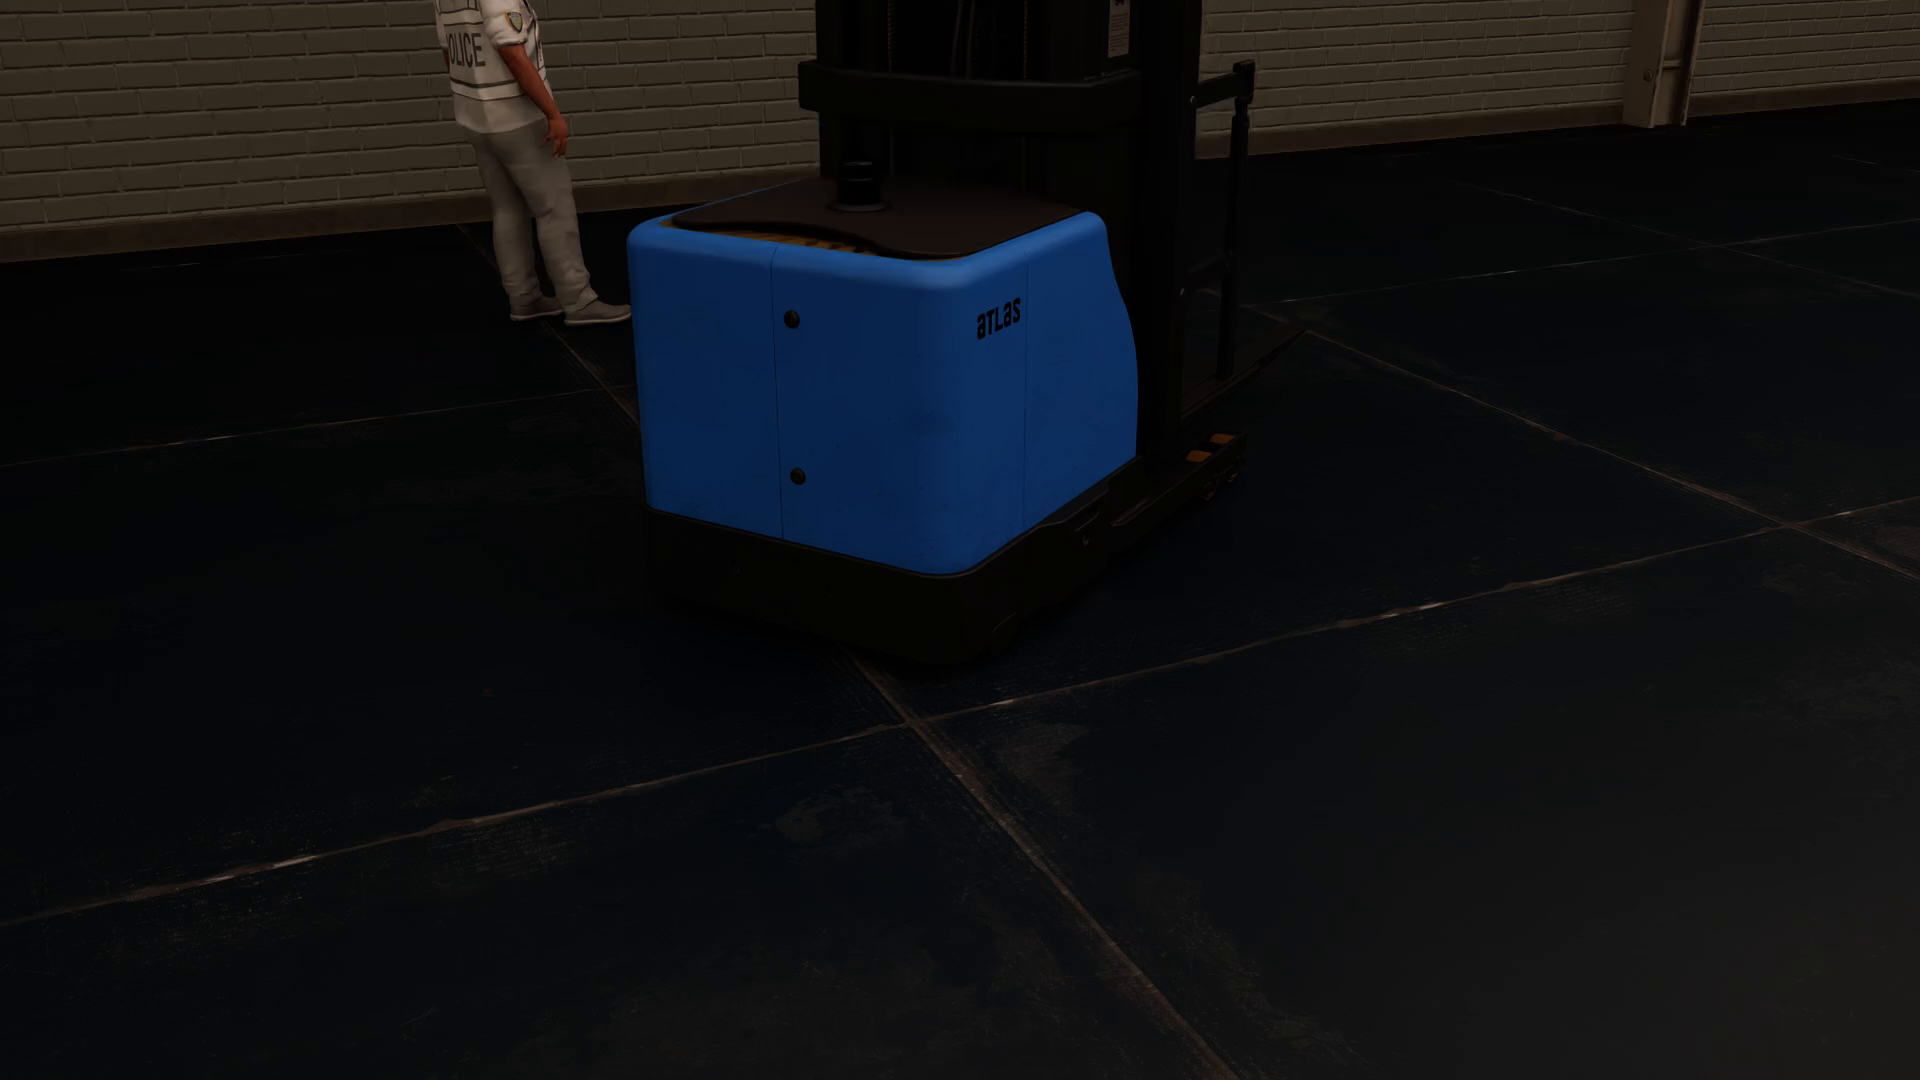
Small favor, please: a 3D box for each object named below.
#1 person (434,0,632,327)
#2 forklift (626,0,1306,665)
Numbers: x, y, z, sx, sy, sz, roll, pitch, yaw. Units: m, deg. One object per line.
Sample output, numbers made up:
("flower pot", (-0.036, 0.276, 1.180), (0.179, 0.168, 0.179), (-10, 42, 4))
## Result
("person", (-1.864, -1.820, 7.145), (0.638, 1.781, 0.576), (20, 30, 39))
("forklift", (0.307, -1.561, 5.045), (1.130, 2.935, 3.031), (13, 26, 28))
